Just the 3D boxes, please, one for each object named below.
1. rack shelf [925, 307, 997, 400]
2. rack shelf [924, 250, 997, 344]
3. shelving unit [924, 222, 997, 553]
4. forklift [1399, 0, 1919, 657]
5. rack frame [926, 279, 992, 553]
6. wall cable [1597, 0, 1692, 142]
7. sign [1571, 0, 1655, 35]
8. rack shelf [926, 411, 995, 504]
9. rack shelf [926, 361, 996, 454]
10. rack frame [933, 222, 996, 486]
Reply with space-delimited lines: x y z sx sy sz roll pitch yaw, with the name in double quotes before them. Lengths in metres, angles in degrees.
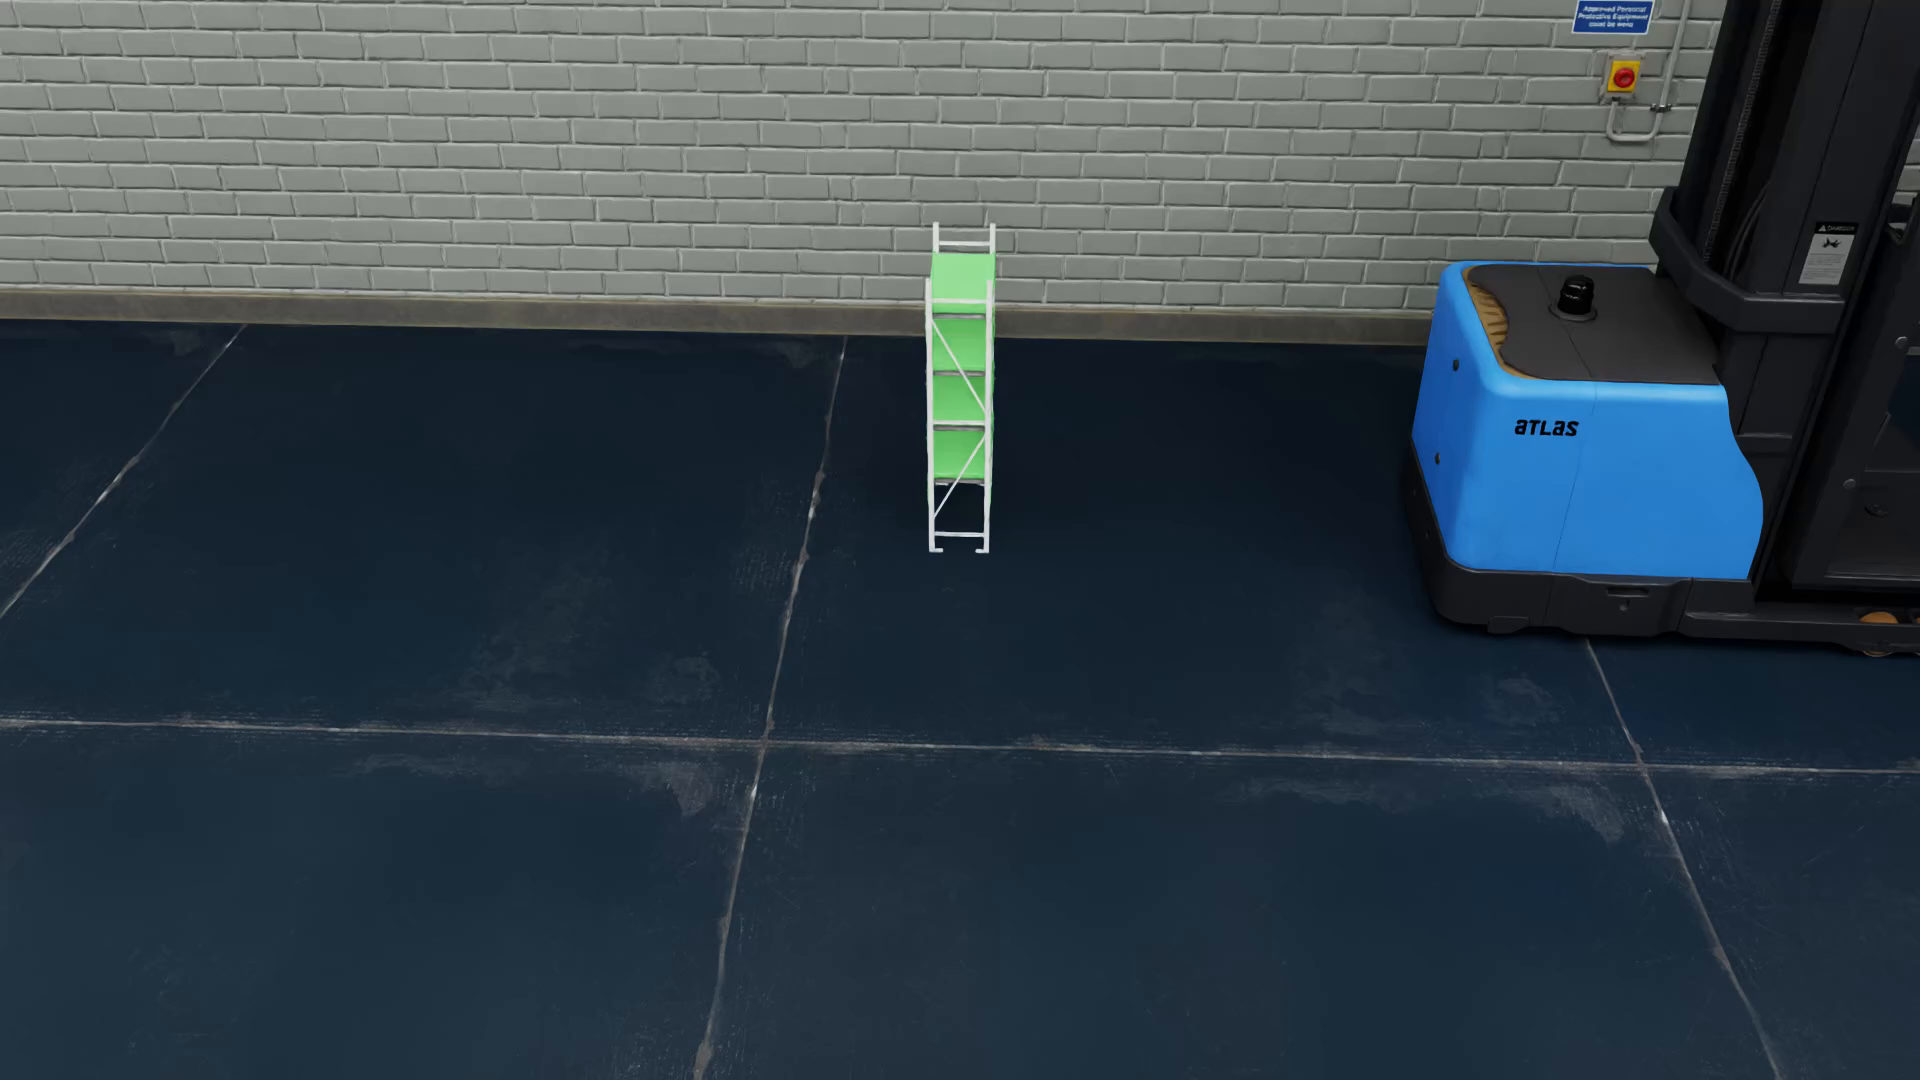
"rack shelf" 0.007 -0.730 6.439 0.258 0.148 0.480 1 35 2
"rack shelf" 0.007 -0.926 6.301 0.258 0.148 0.480 1 35 2
"shelving unit" 0.007 -0.586 6.540 0.258 1.200 0.503 1 35 2
"forklift" 3.325 -1.078 5.735 3.031 2.935 1.130 2 35 3
"rack frame" -0.003 -0.446 6.341 0.240 1.200 0.015 1 35 2
"wall cable" 2.864 -2.568 6.884 0.585 1.953 0.123 1 35 2
"sign" 2.818 -2.286 7.159 0.327 0.218 0.001 1 35 2
"rack shelf" 0.007 -0.337 6.715 0.258 0.148 0.480 1 35 2
"rack shelf" 0.007 -0.534 6.577 0.258 0.148 0.480 1 35 2
"rack frame" 0.016 -0.726 6.740 0.240 1.200 0.015 1 35 2
